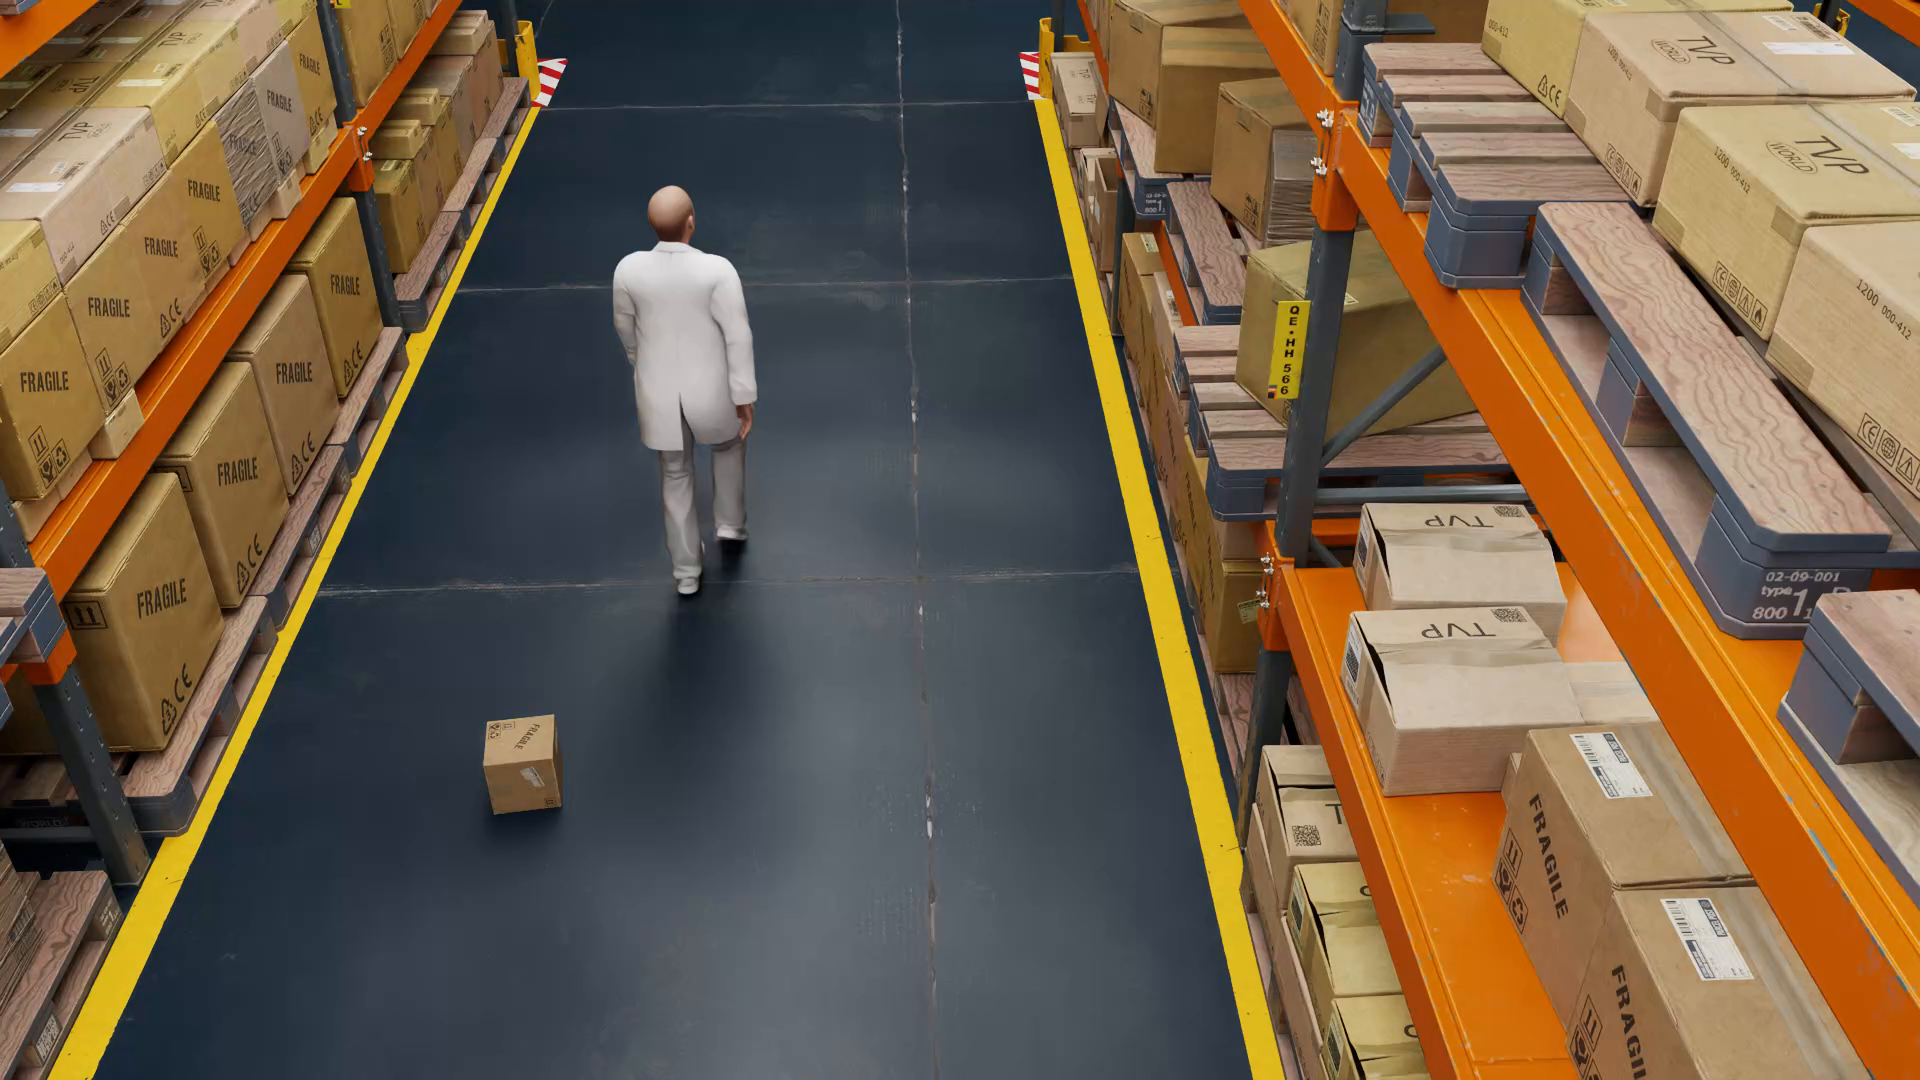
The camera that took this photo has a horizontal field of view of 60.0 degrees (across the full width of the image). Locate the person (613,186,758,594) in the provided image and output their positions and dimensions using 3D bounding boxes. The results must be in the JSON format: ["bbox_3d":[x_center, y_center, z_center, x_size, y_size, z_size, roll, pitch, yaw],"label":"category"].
[{"bbox_3d":[-1.144,-0.613,7.097,0.616,1.863,0.666,1,35,1],"label":"person"}]
